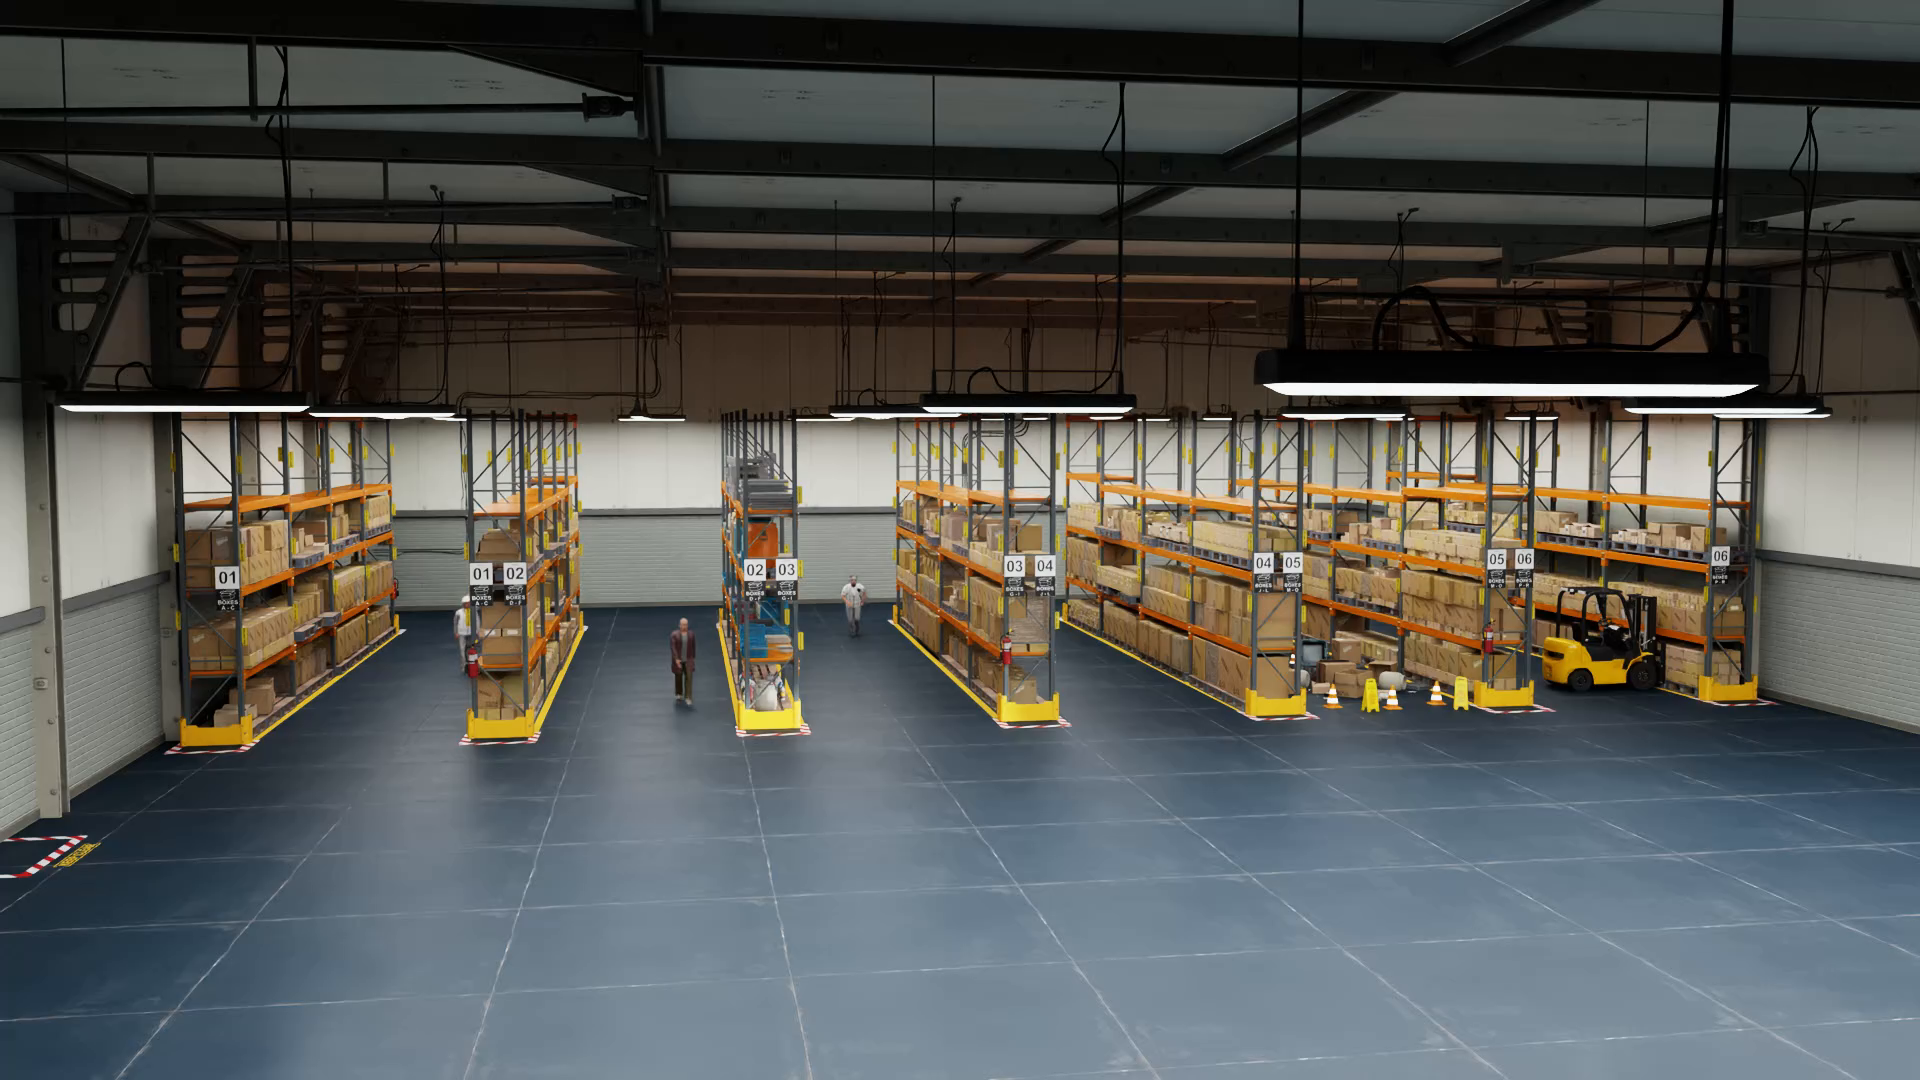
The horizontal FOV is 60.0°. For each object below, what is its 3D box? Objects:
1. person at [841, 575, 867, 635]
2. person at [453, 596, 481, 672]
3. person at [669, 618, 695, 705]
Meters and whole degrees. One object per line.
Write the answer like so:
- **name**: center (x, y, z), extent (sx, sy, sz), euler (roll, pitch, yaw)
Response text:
- **person**: center (-2.863, 1.753, 44.904), extent (0.672, 1.688, 0.726), euler (0, 4, -1)
- **person**: center (-11.410, 2.164, 38.520), extent (0.635, 1.718, 1.068), euler (-1, 4, -12)
- **person**: center (-5.661, 2.469, 34.076), extent (0.562, 1.730, 1.037), euler (-2, 4, -21)
